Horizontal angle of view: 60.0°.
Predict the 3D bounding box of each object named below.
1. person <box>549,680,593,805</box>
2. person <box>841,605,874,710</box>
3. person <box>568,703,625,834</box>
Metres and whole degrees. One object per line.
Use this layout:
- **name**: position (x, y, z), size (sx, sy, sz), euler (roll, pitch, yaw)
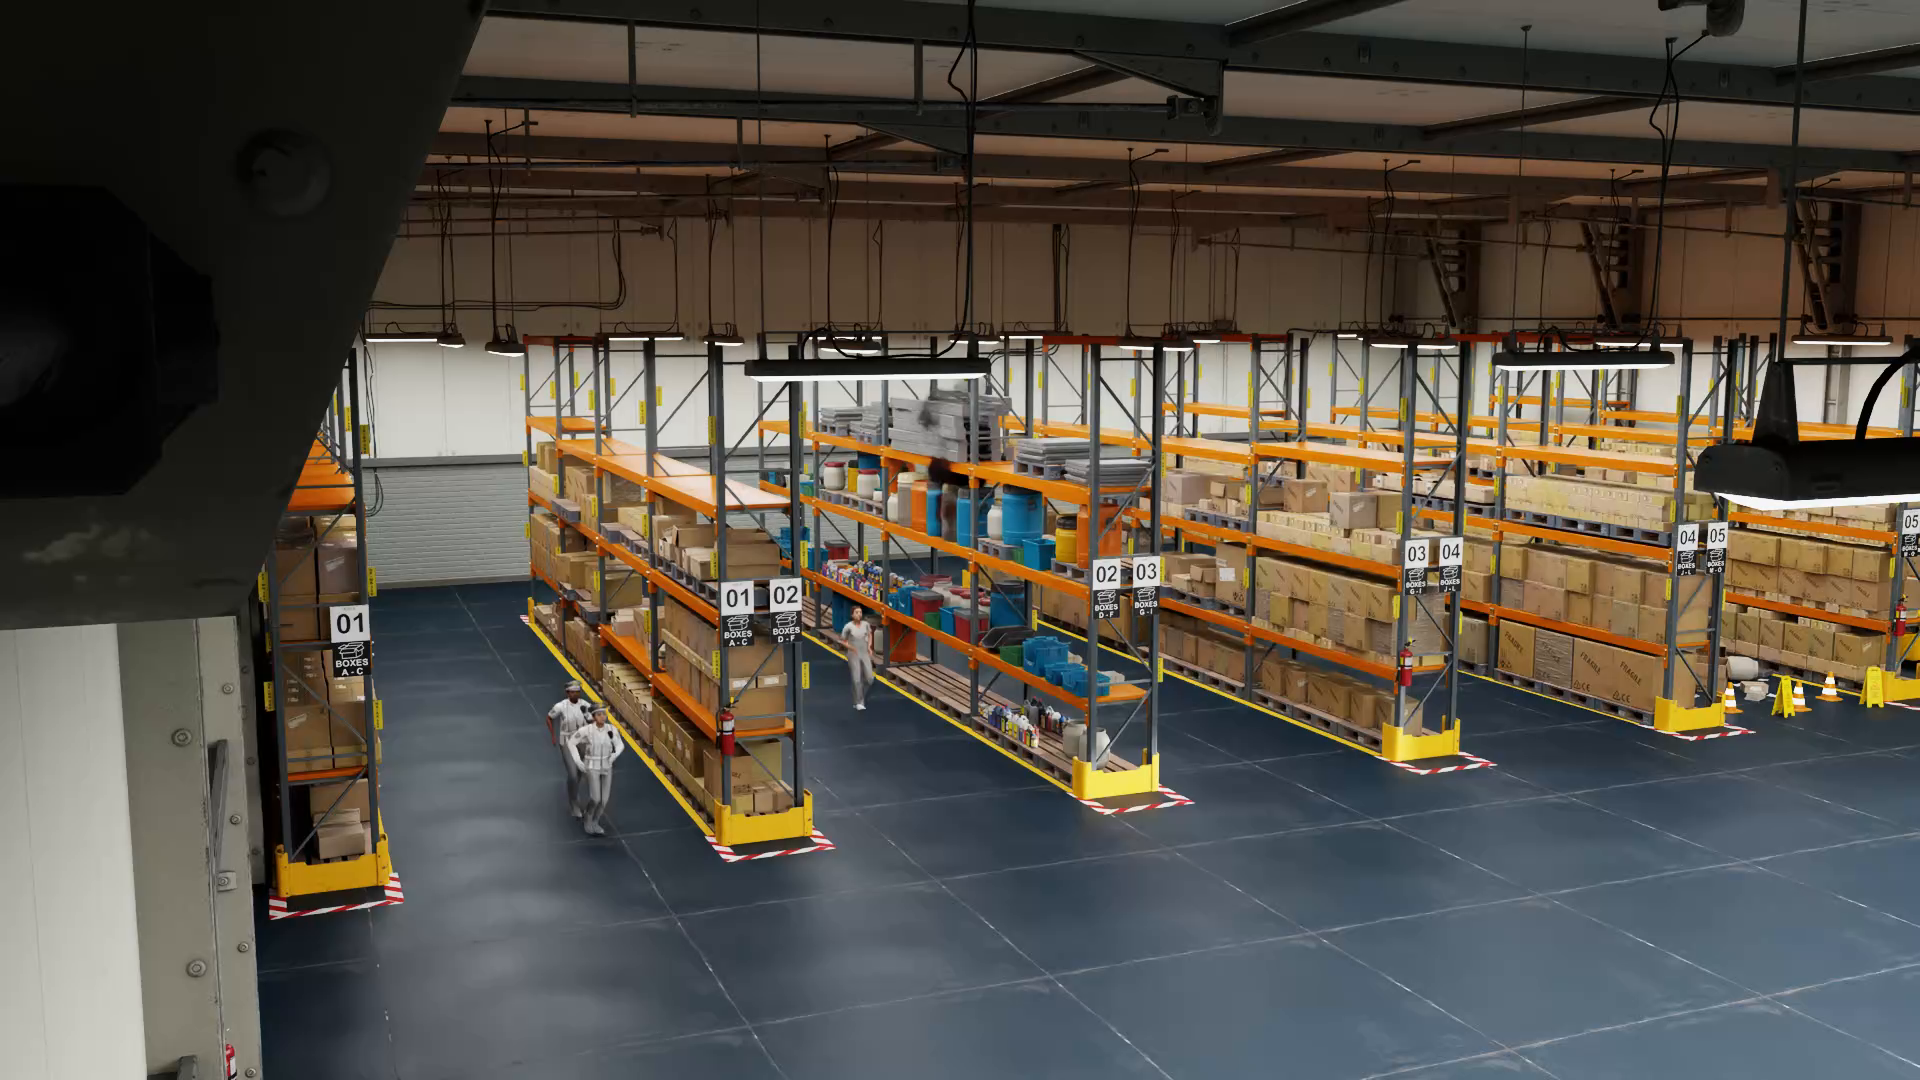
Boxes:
- **person**: position (-4.991, 2.566, 21.436), size (0.513, 1.585, 0.662), euler (-5, 9, -34)
- **person**: position (-1.548, 1.822, 25.649), size (0.539, 1.645, 0.529), euler (-3, 8, -24)
- **person**: position (-4.426, 2.801, 20.360), size (0.649, 1.657, 0.525), euler (-4, 9, -30)
